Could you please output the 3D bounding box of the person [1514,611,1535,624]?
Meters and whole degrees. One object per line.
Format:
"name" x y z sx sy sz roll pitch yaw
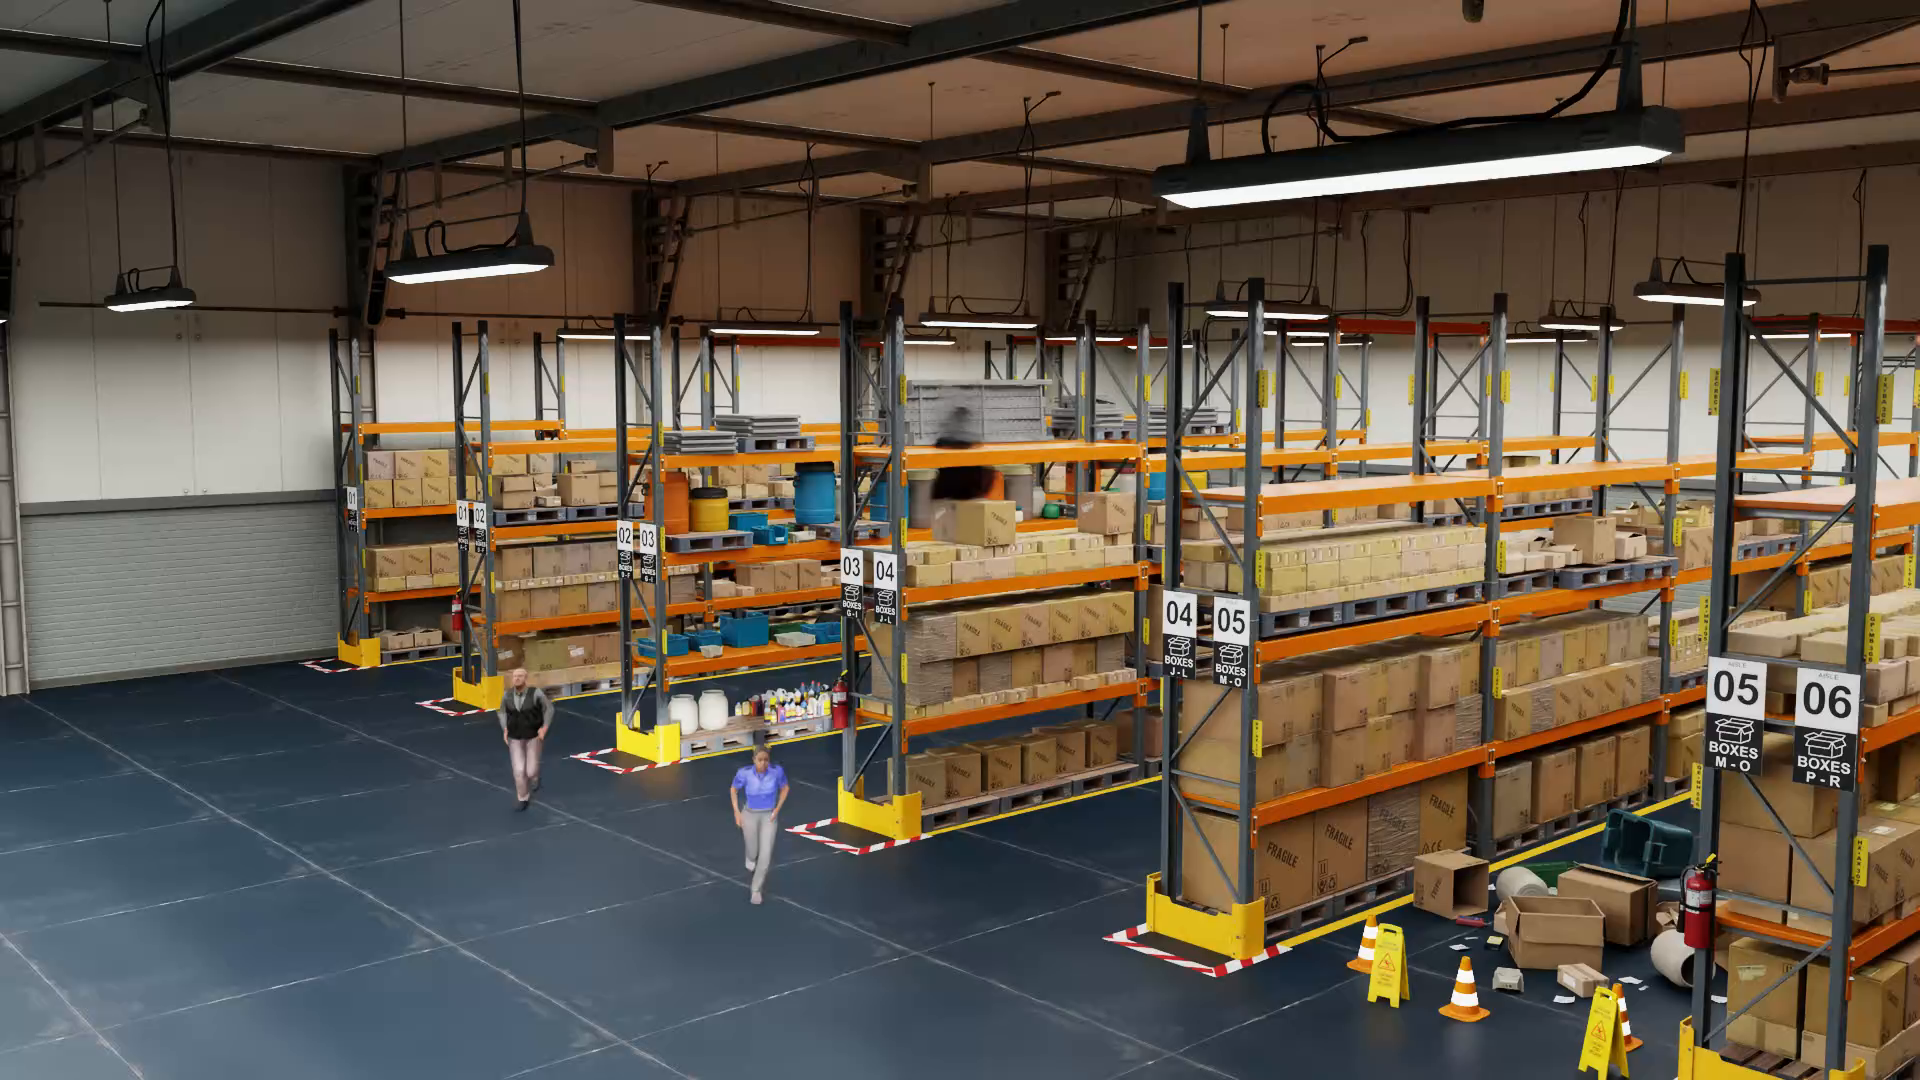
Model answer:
"person" 8.367 1.844 24.762 0.638 1.738 0.741 5 7 40

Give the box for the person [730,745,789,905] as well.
"person" -1.997 2.773 16.530 0.571 1.602 0.795 -2 6 -18

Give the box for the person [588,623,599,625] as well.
"person" -6.487 1.509 29.107 0.526 1.556 0.536 5 8 43

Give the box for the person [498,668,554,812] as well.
"person" -5.196 2.364 19.953 0.668 1.706 0.651 0 6 -1
